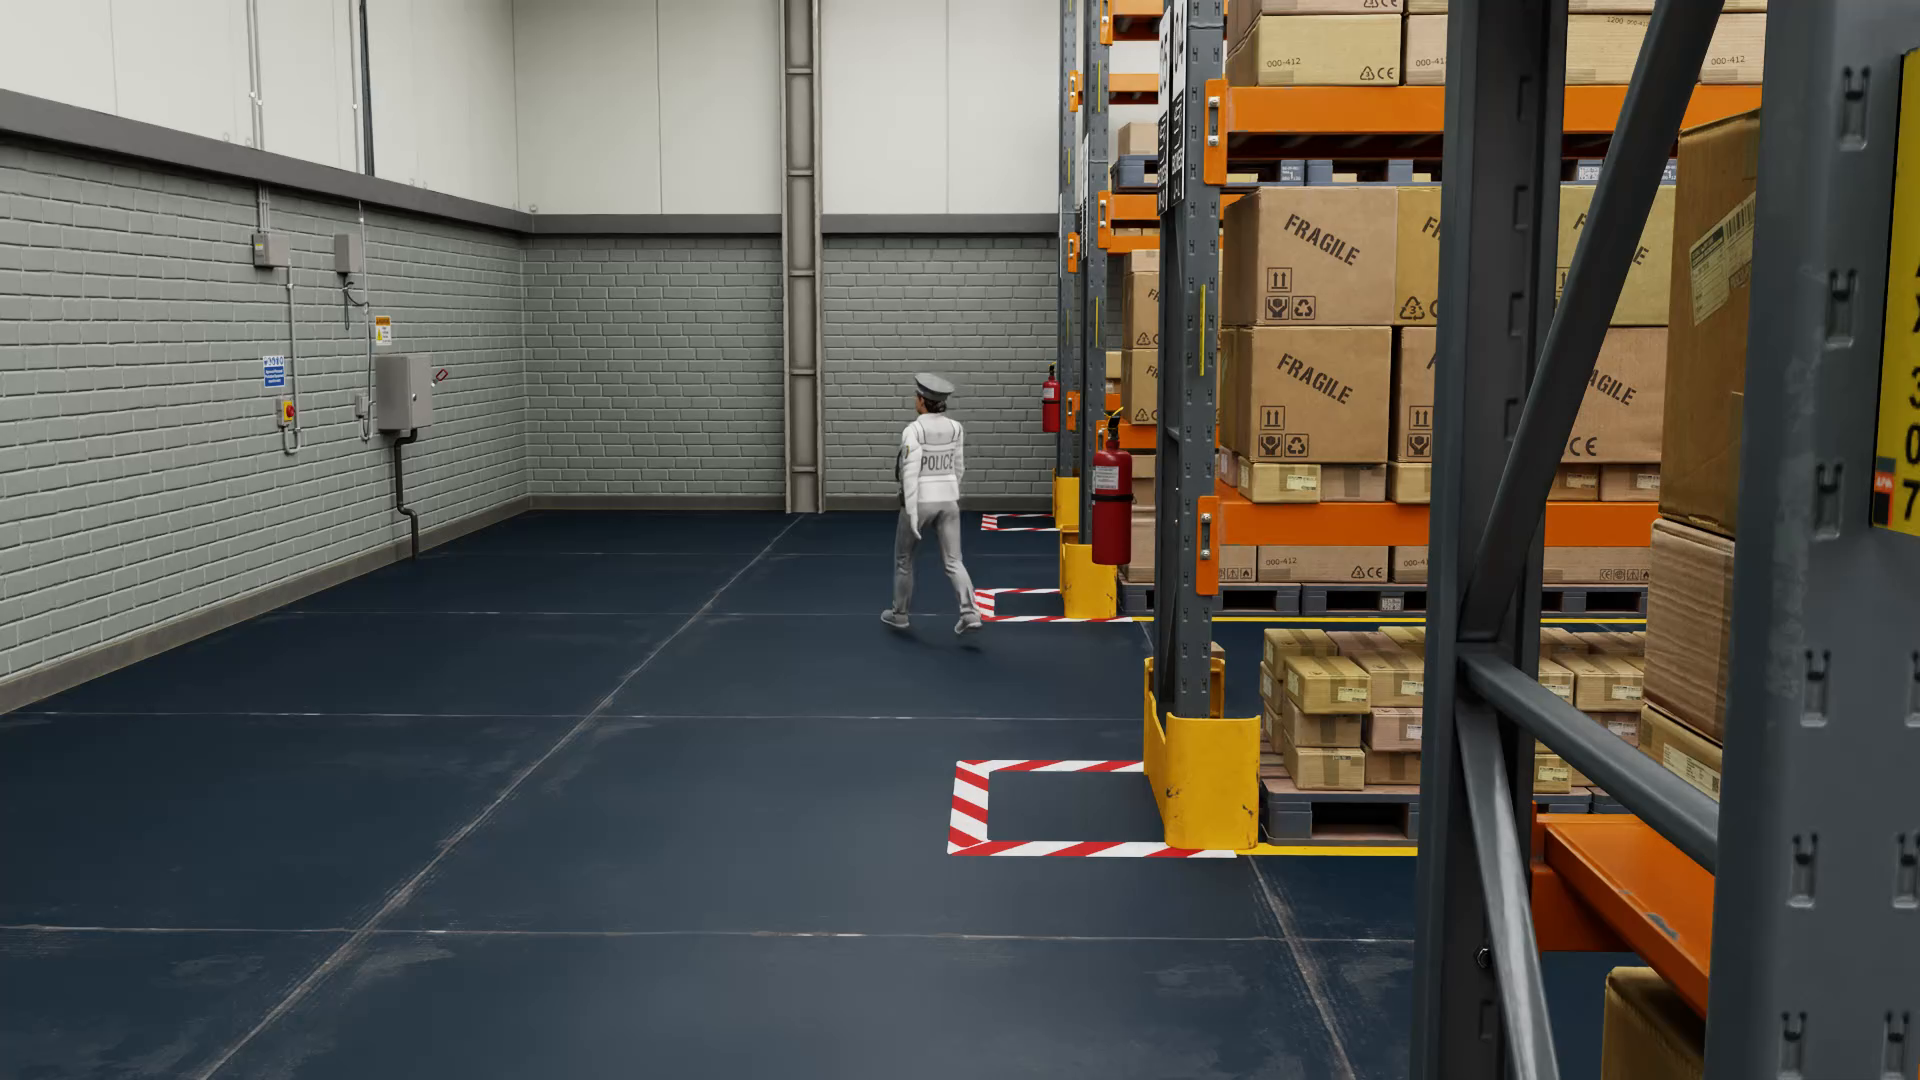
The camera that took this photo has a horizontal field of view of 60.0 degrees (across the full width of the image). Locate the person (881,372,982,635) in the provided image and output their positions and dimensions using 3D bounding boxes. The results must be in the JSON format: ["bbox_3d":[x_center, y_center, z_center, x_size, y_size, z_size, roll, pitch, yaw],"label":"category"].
[{"bbox_3d":[-0.179,-0.228,10.374,0.484,1.631,1.017,-4,8,-27],"label":"person"}]
